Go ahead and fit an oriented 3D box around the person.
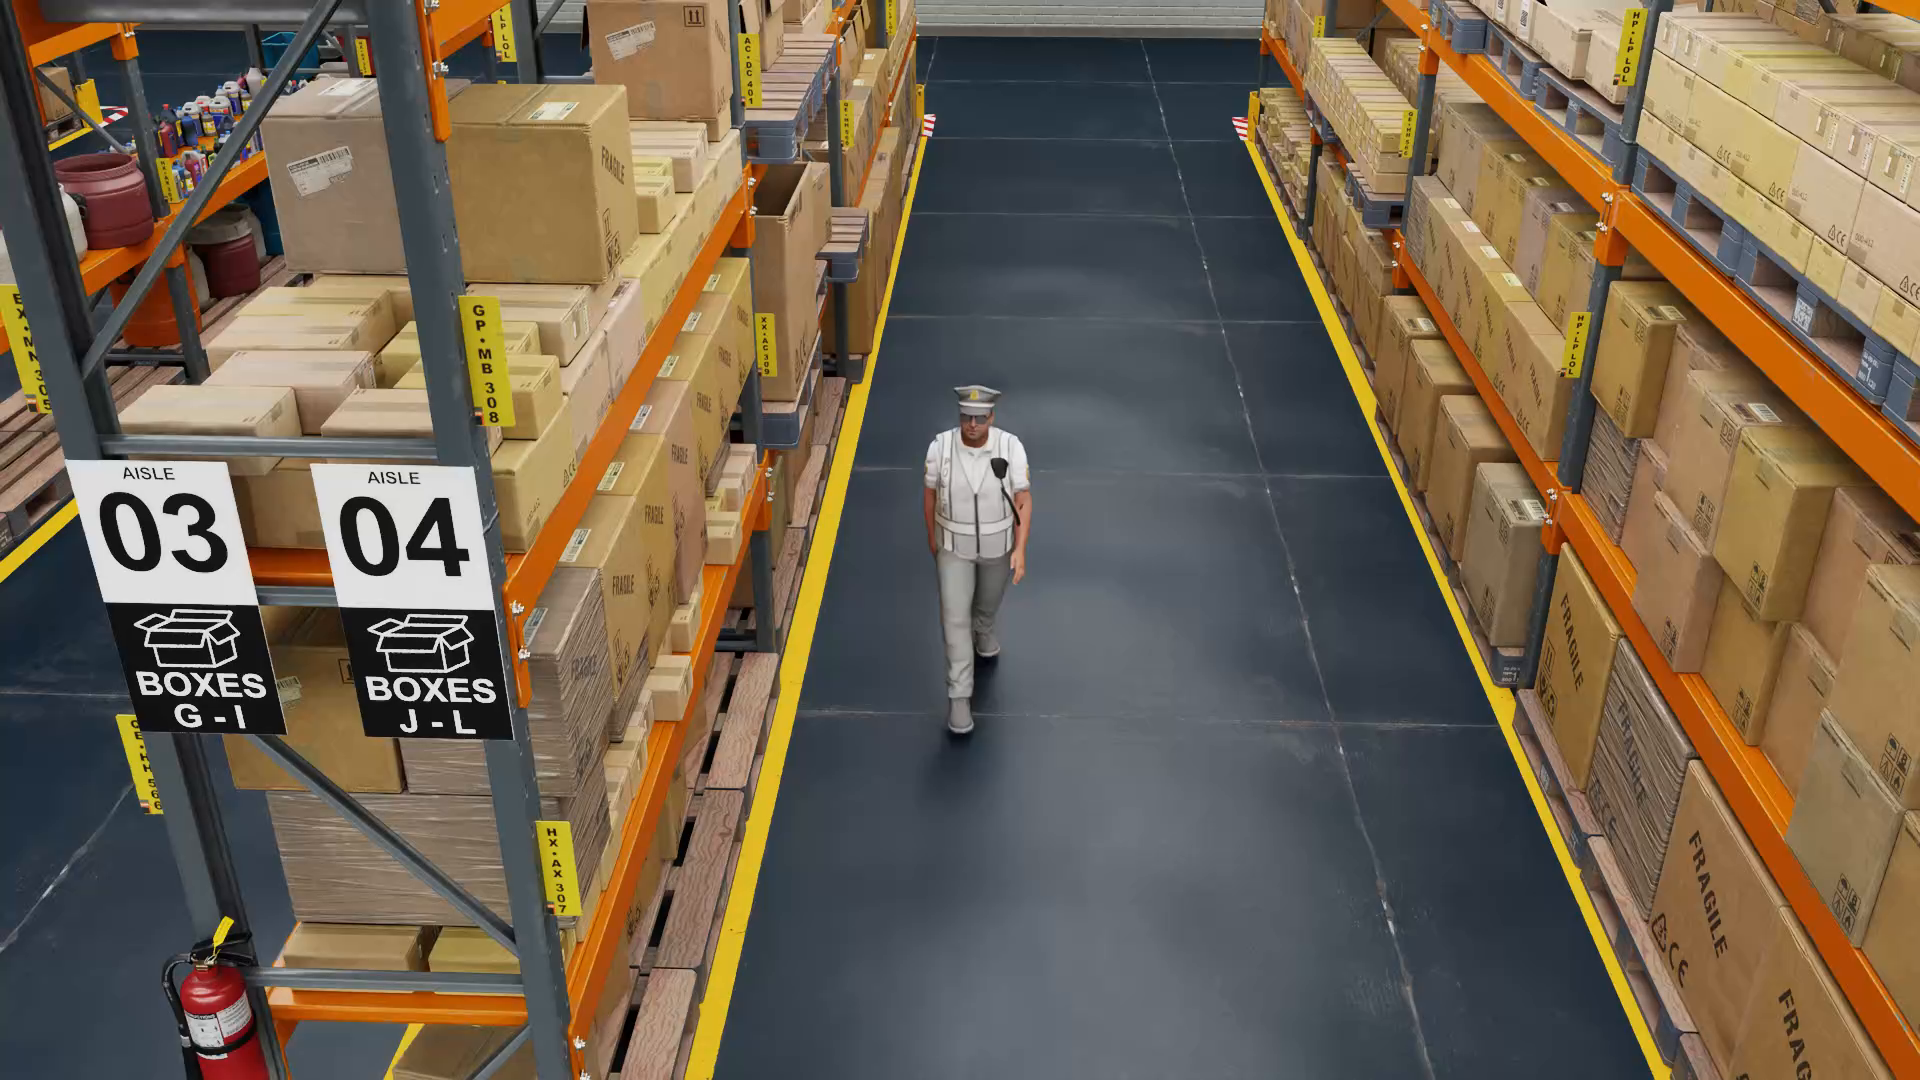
[{"bbox_3d":[0.094,0.013,8.541,0.545,1.710,1.062,-2,28,-3],"label":"person"}]
